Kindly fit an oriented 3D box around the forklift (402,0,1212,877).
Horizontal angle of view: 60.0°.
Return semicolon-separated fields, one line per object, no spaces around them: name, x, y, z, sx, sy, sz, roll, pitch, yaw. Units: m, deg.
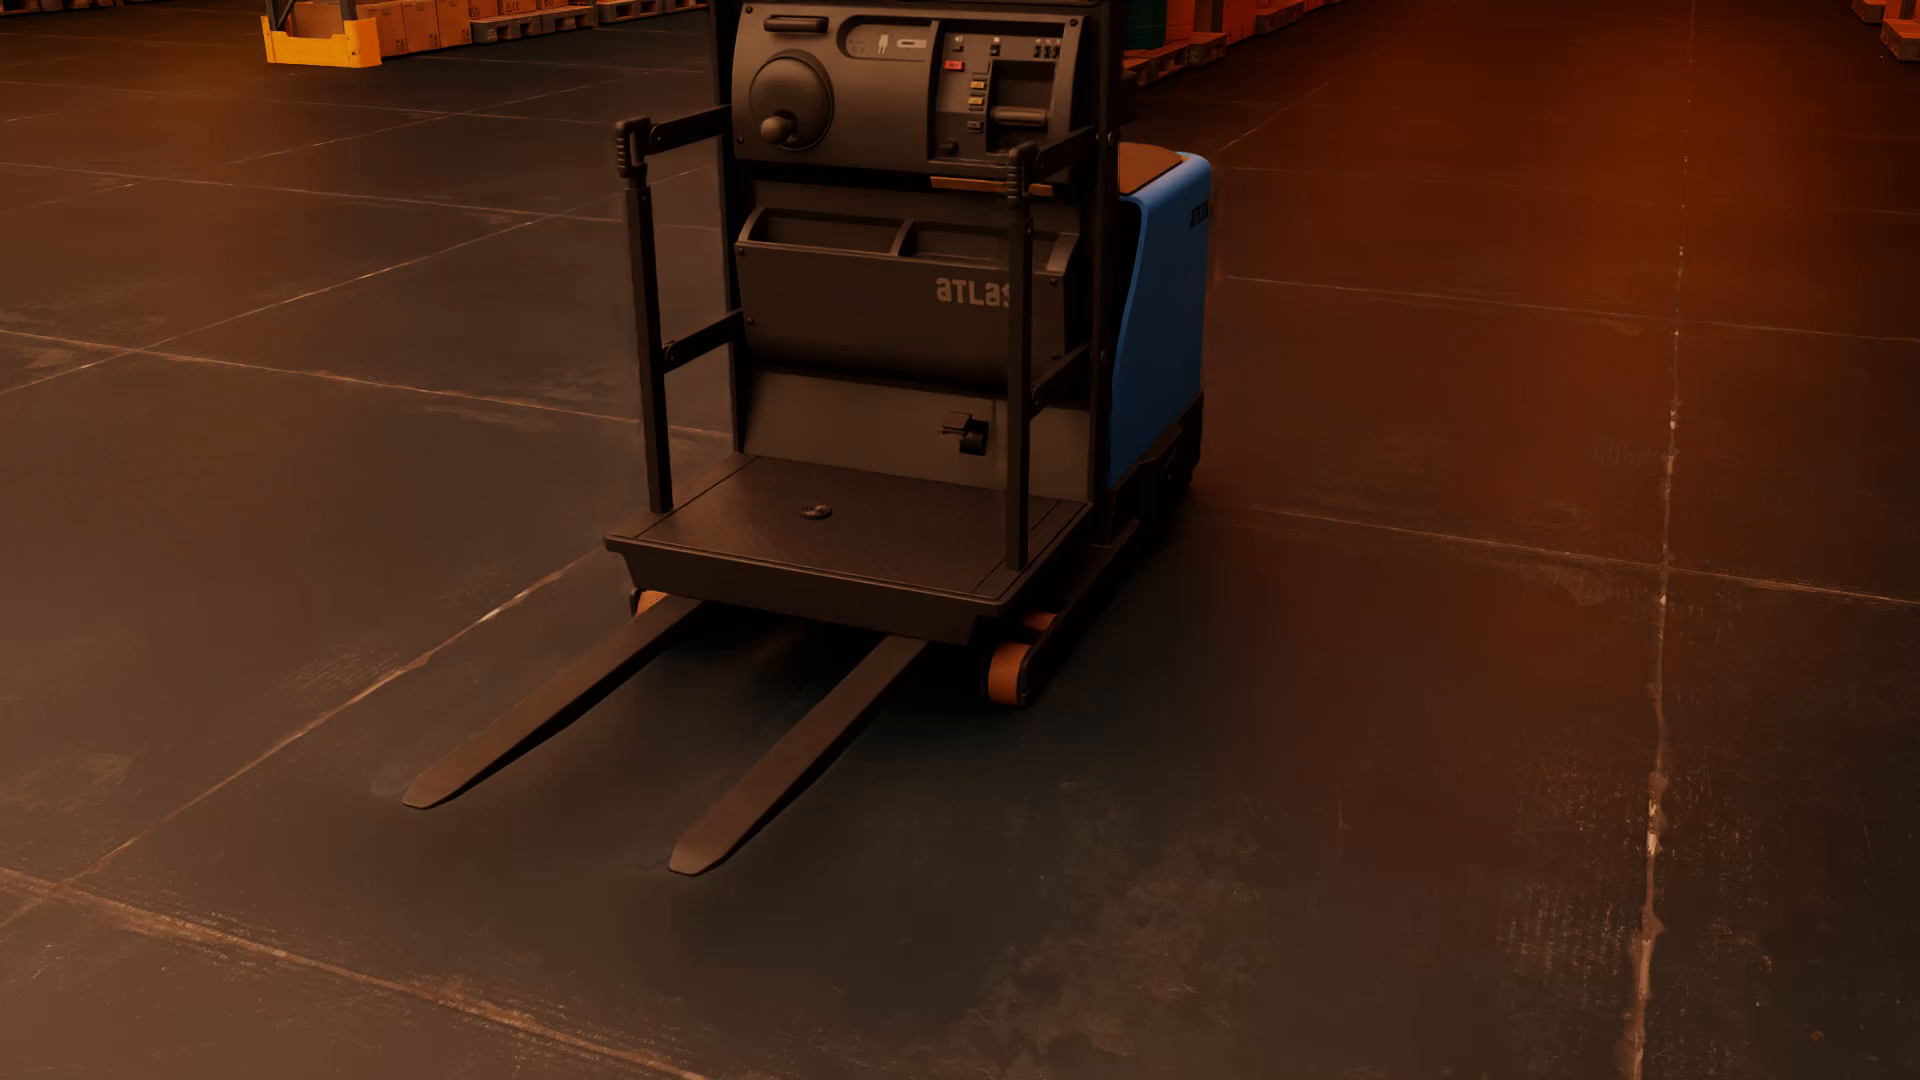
forklift;-0.223;-1.122;3.976;1.130;2.935;3.031;9;24;20
